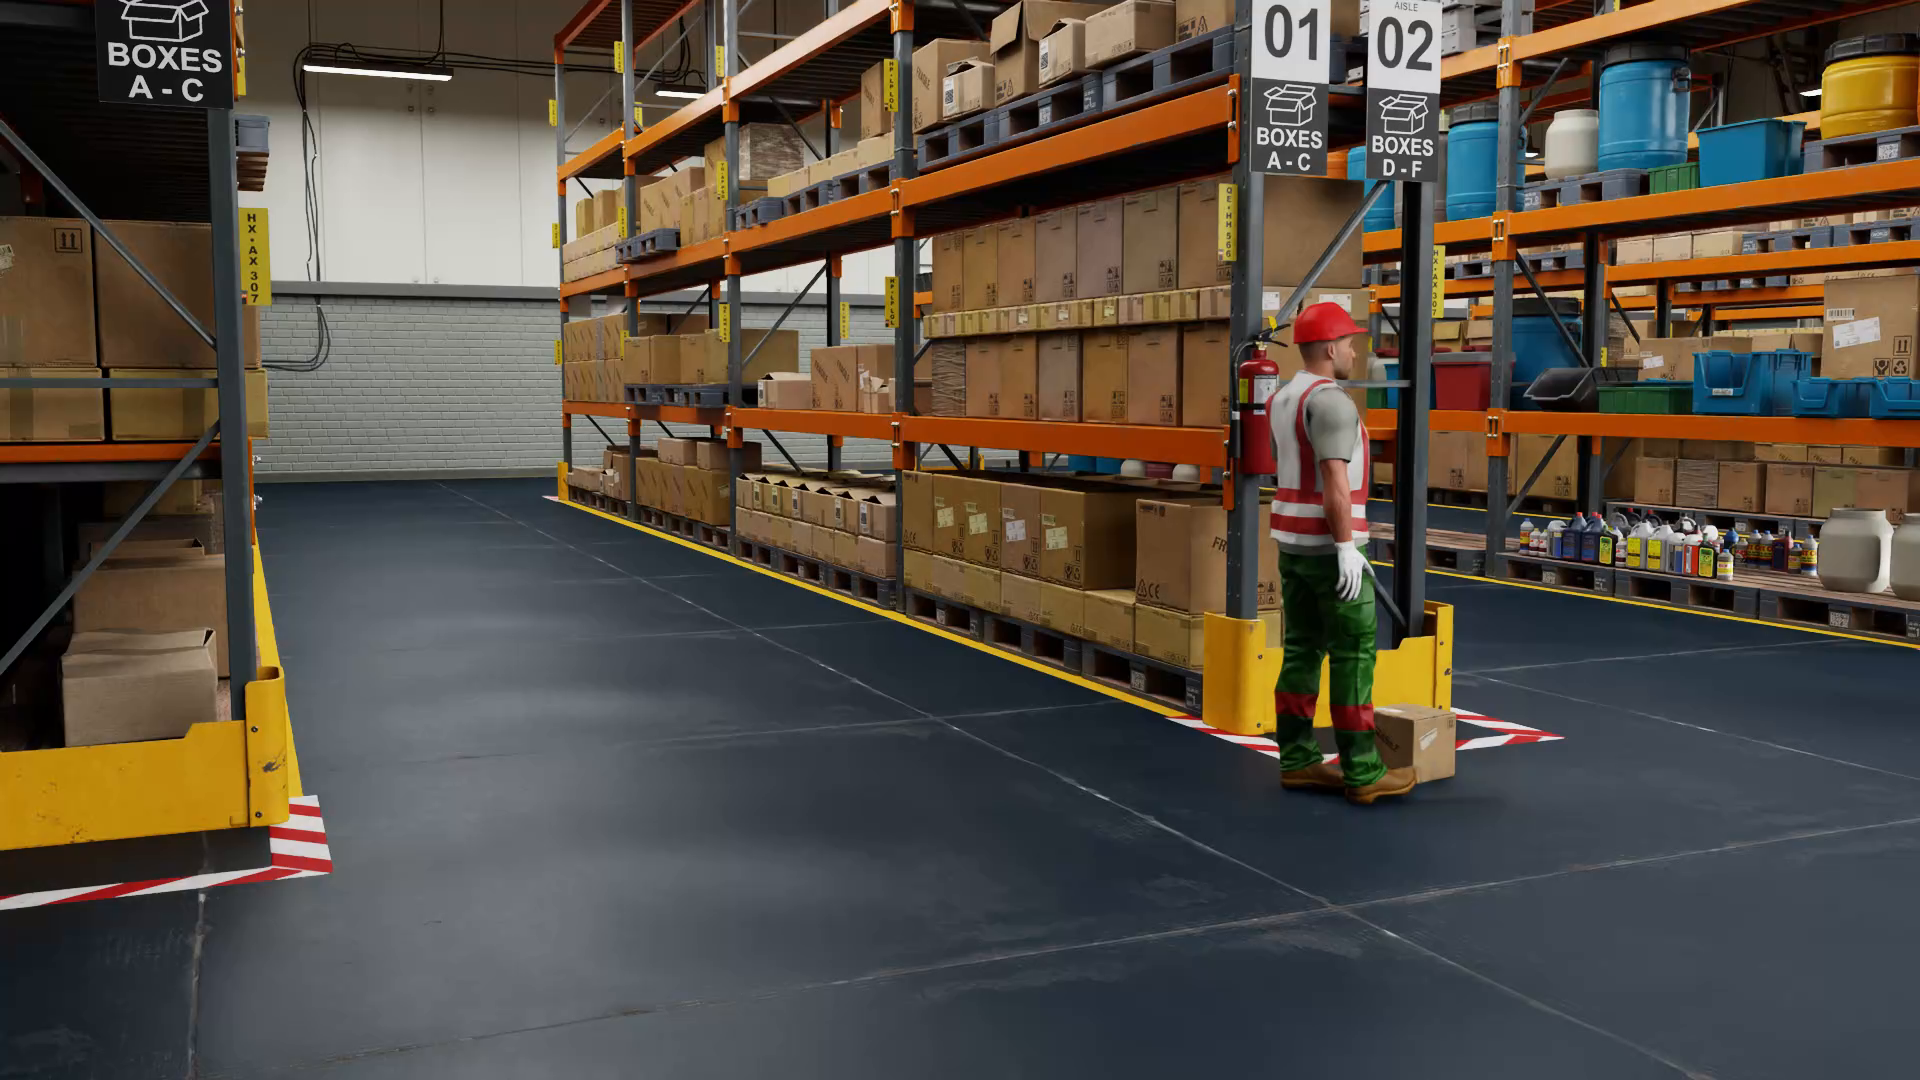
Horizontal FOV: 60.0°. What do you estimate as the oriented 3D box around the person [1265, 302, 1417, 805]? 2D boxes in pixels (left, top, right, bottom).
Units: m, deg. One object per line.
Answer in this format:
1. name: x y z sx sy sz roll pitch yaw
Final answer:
1. person: 1.396 0.035 6.103 0.489 1.798 0.568 -1 5 -14
